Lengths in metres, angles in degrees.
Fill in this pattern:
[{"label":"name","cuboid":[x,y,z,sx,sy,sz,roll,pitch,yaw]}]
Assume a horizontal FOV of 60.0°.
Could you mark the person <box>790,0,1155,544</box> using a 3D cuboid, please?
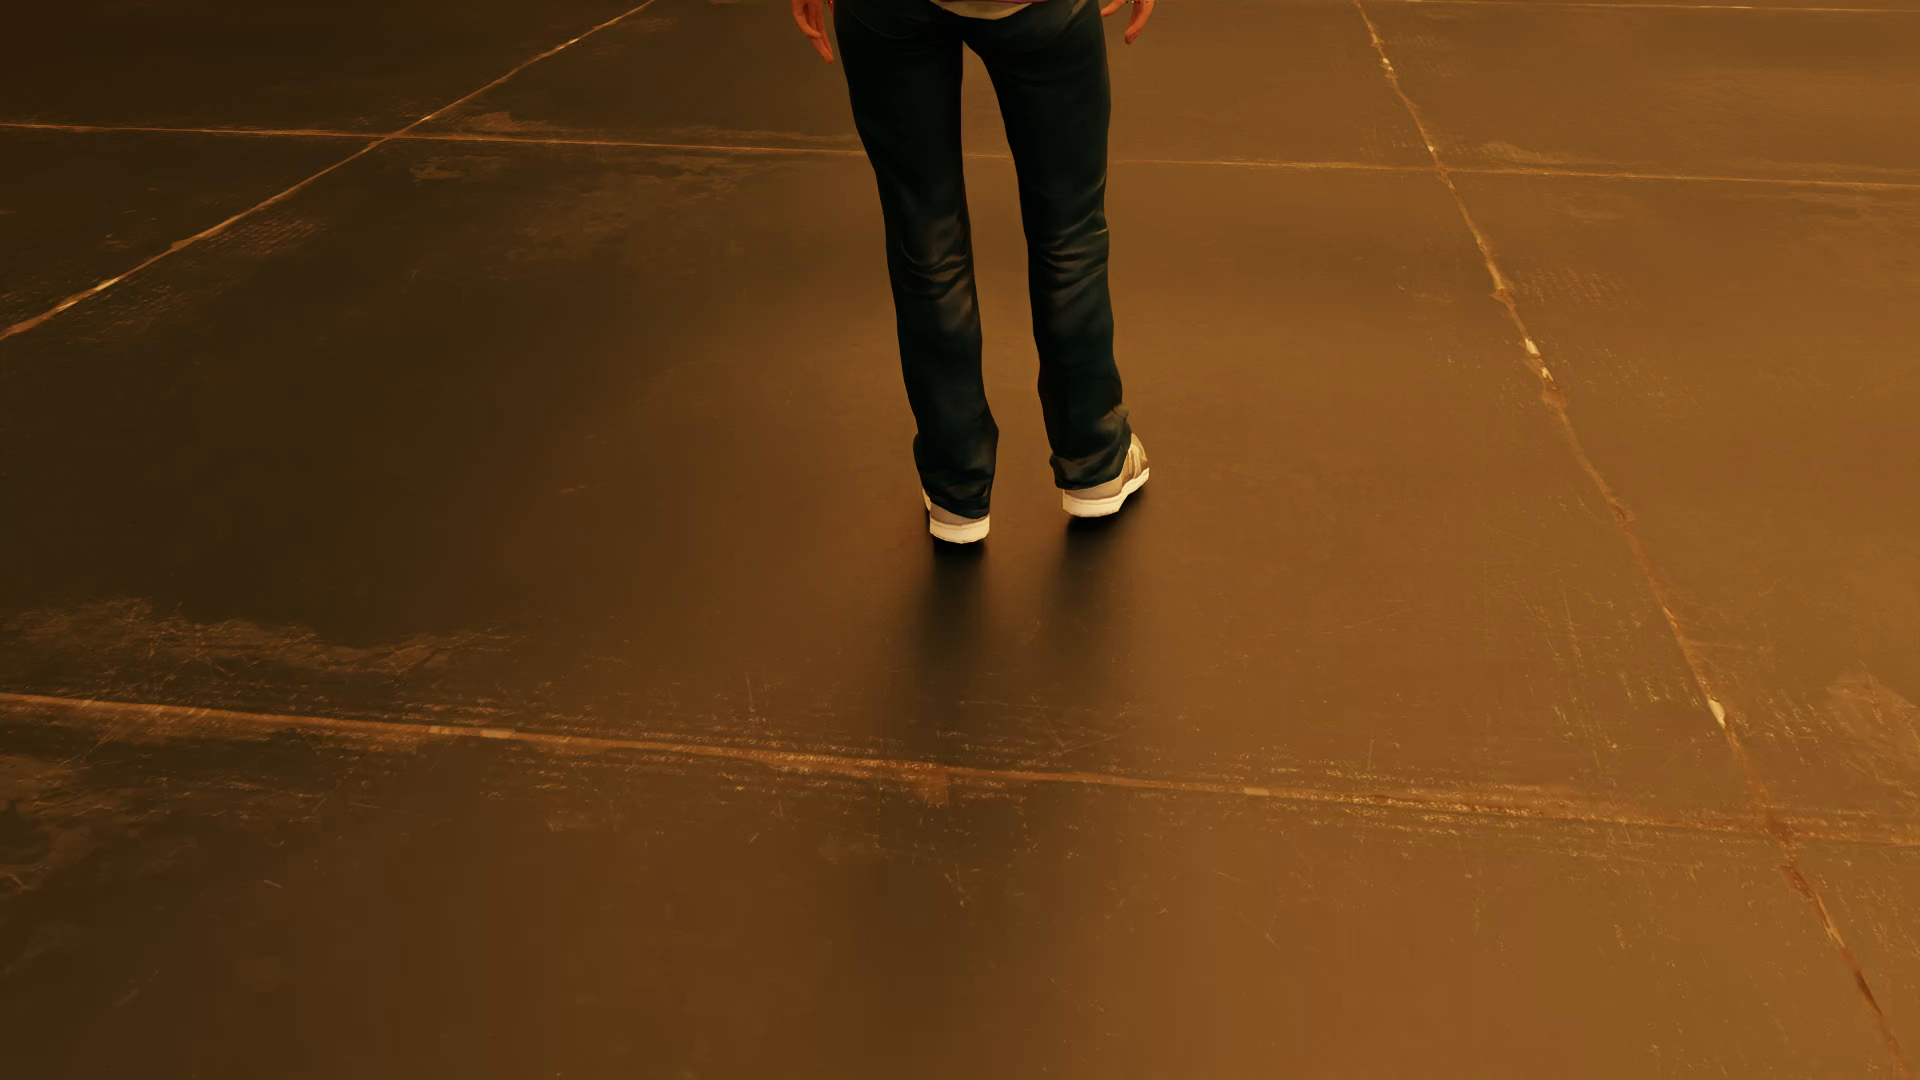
[{"label":"person","cuboid":[0.024,-0.754,2.205,0.520,1.599,0.473,3,27,7]}]
